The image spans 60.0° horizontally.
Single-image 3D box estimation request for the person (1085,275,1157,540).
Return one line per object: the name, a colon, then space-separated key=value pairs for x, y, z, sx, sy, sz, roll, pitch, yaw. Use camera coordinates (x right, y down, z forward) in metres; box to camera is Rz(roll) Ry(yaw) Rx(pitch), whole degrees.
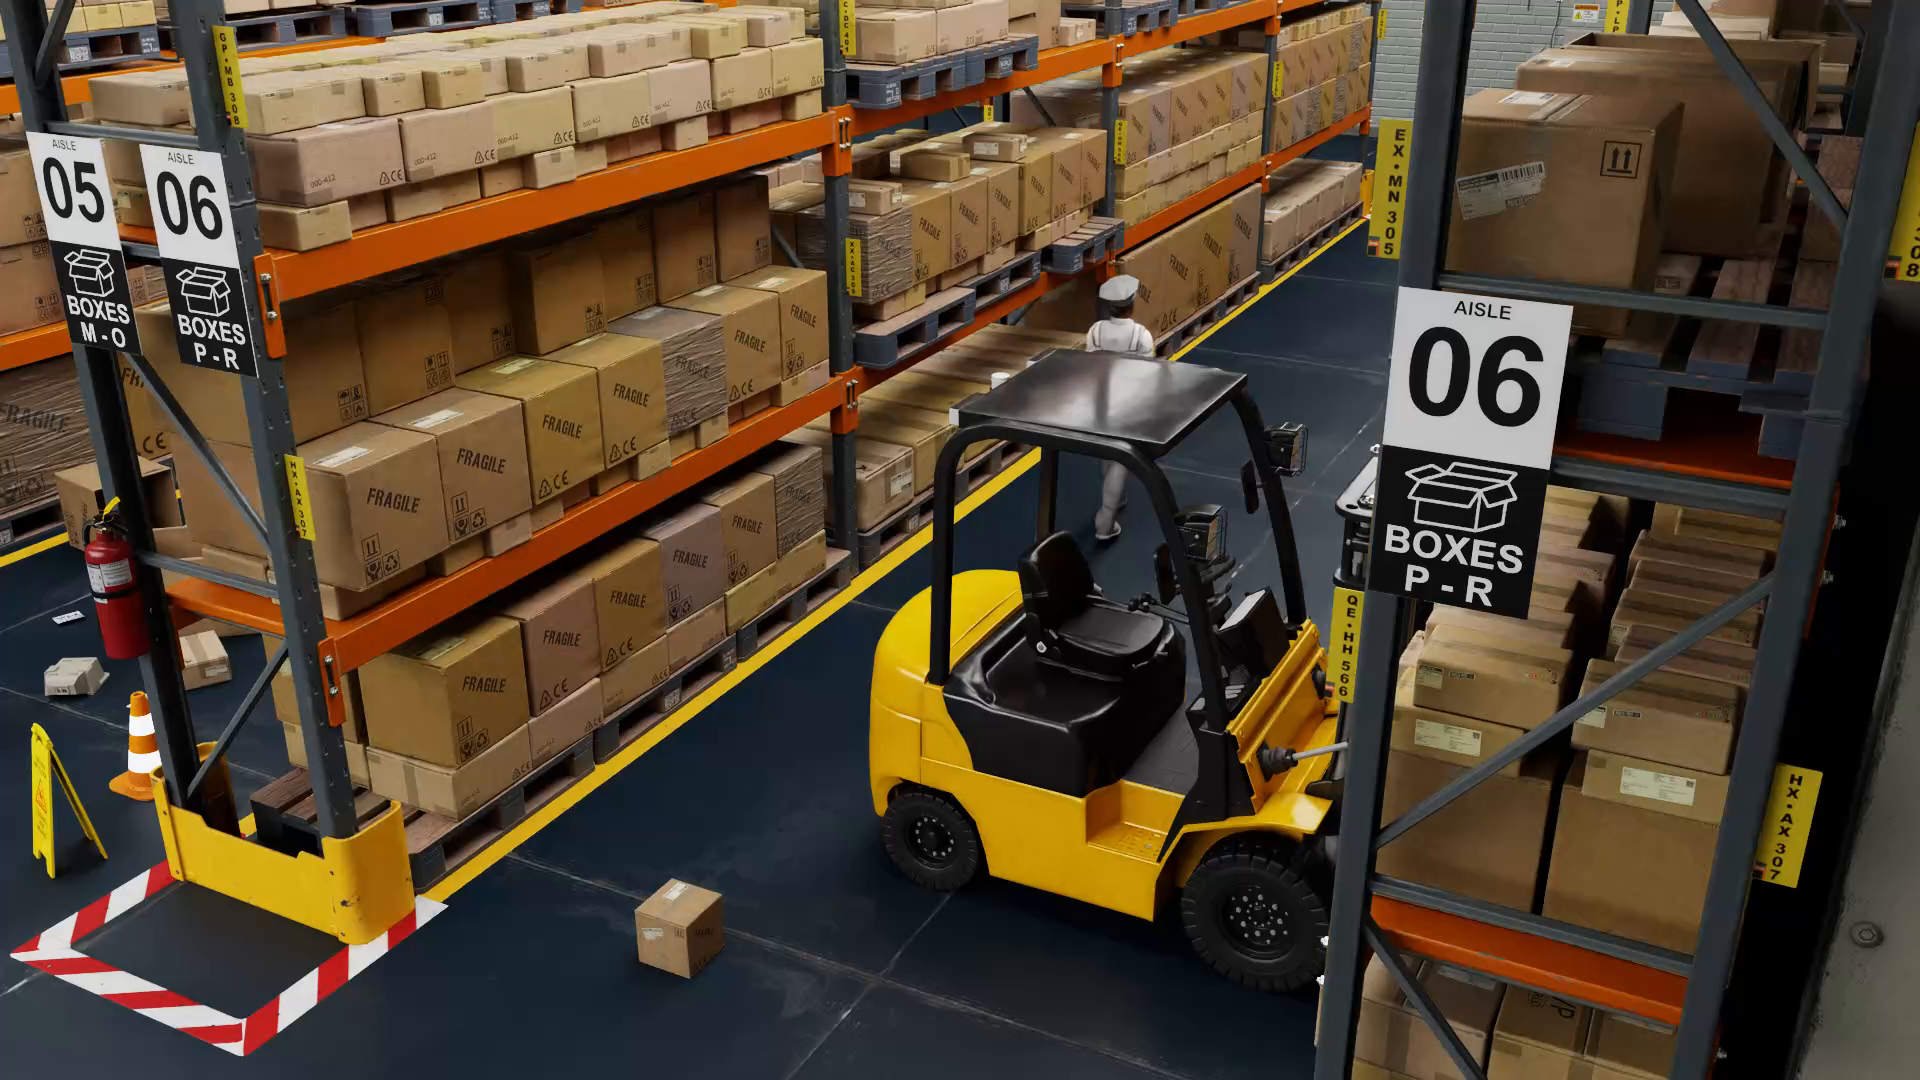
person: x=1.055 y=-0.878 z=10.624 sx=0.484 sy=1.675 sz=0.862 roll=11 pitch=25 yaw=24
